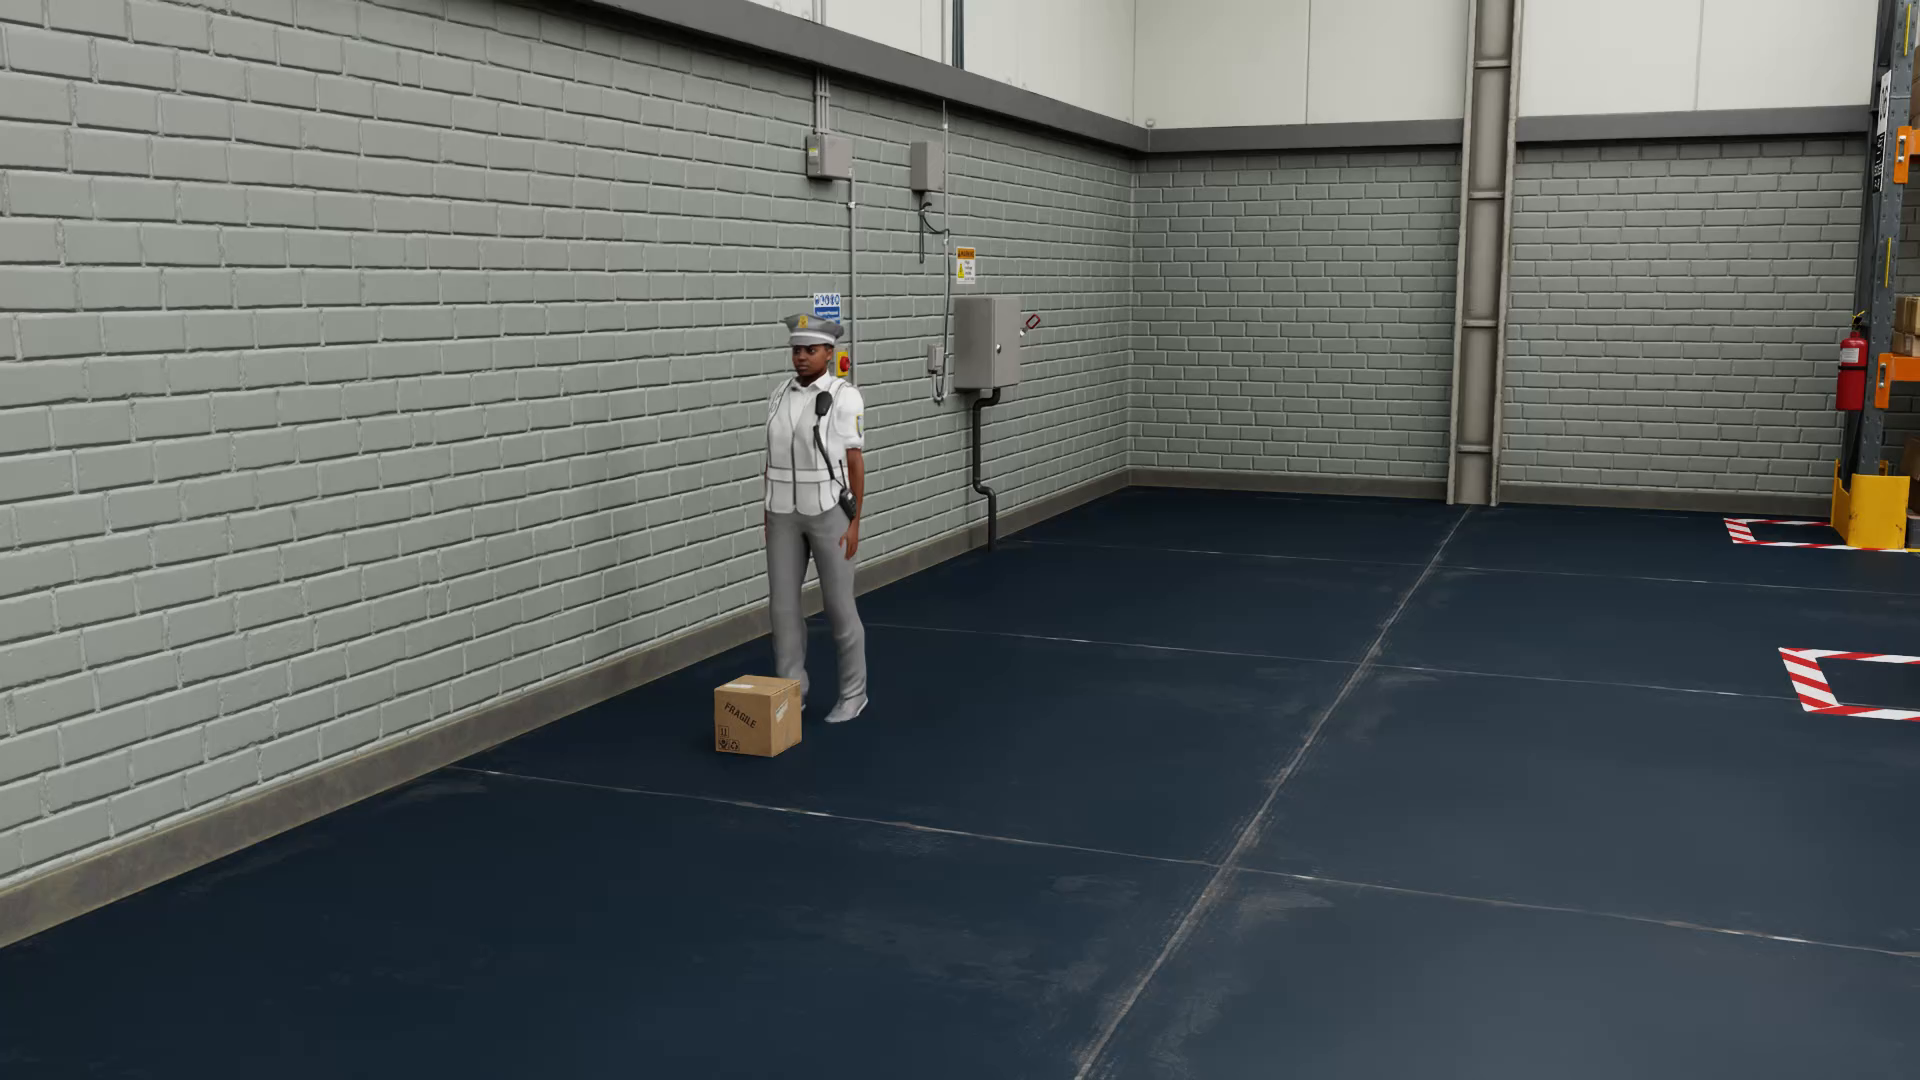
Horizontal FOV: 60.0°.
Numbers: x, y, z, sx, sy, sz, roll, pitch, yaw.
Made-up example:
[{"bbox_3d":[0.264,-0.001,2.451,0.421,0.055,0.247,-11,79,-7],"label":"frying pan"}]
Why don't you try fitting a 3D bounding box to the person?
[{"bbox_3d":[-0.609,-0.073,6.857,0.442,1.715,0.426,4,10,22],"label":"person"}]
